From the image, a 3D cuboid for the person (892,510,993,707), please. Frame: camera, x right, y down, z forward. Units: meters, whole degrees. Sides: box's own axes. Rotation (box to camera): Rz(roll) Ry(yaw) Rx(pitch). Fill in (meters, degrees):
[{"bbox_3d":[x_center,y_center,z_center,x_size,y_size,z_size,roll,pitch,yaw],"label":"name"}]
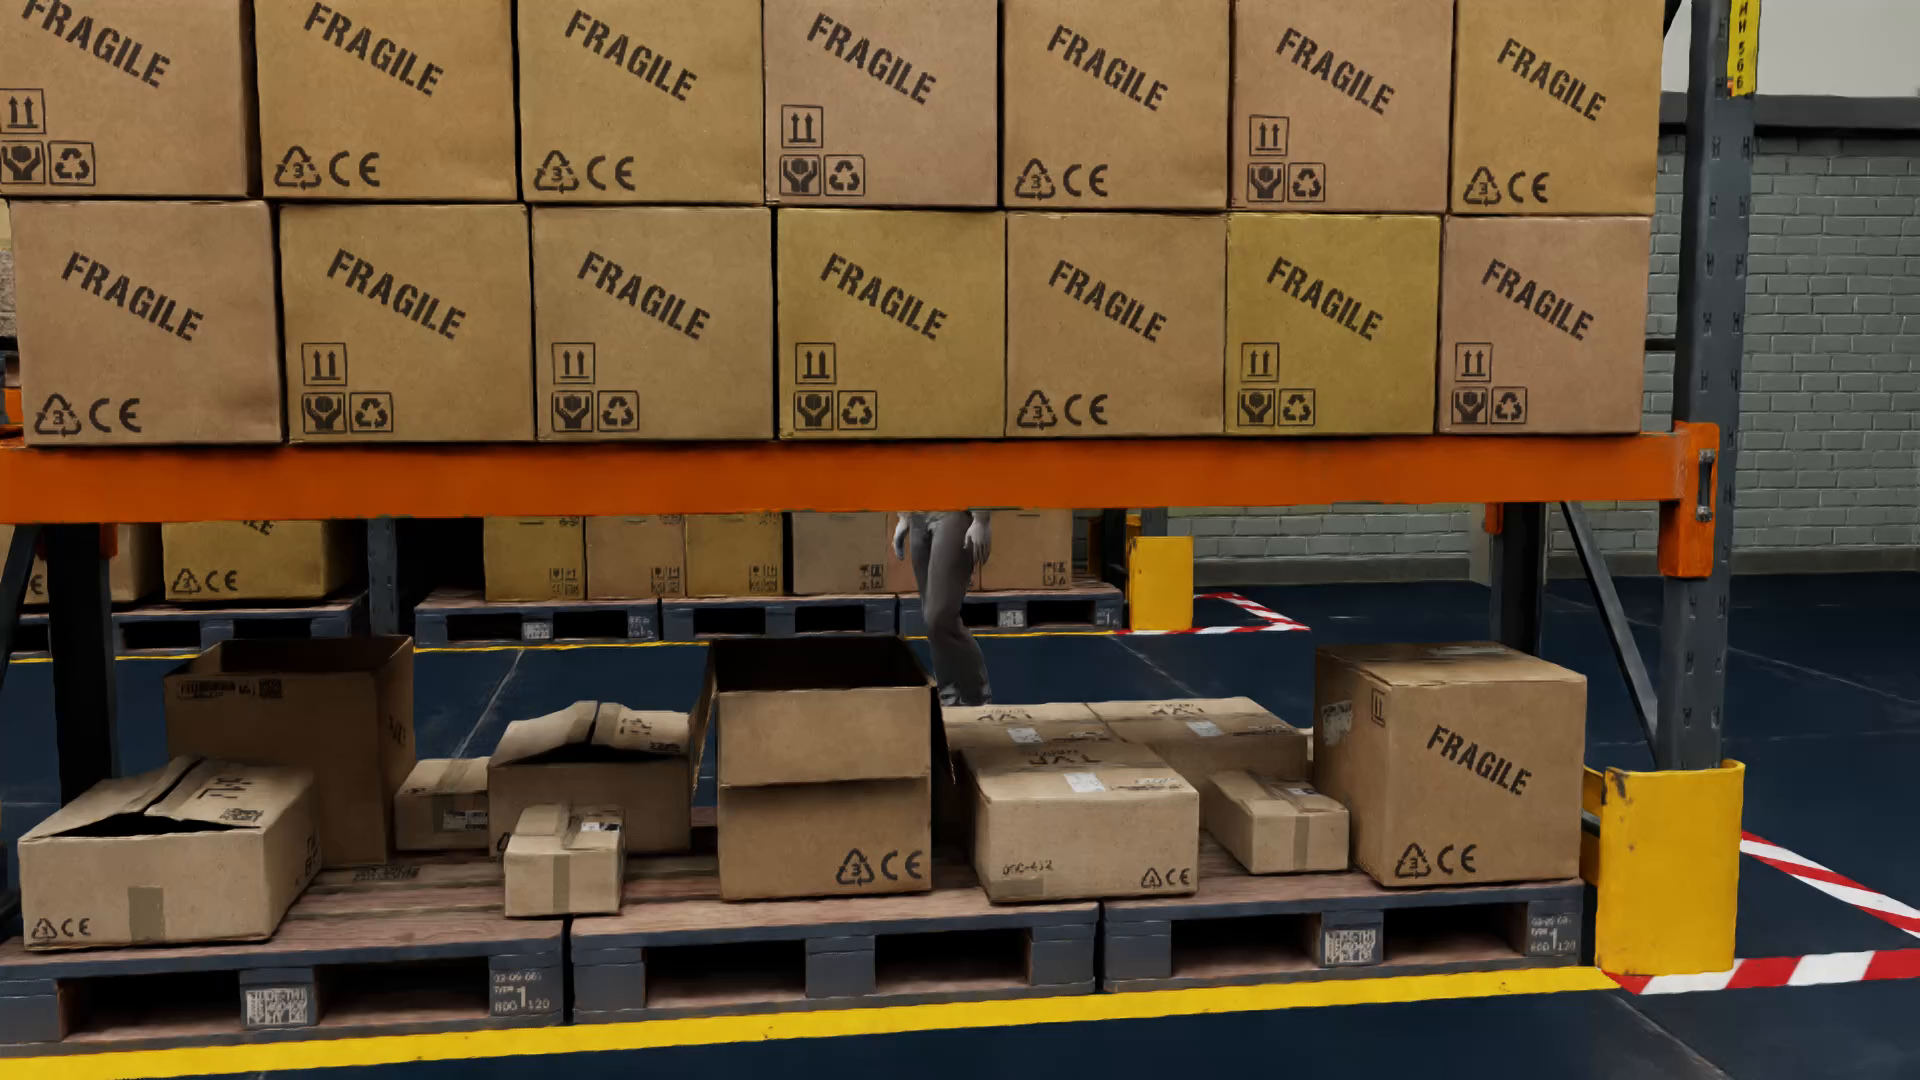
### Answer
[{"bbox_3d":[-0.067,-0.062,6.193,0.360,1.669,0.560,-4,8,-32],"label":"person"}]
